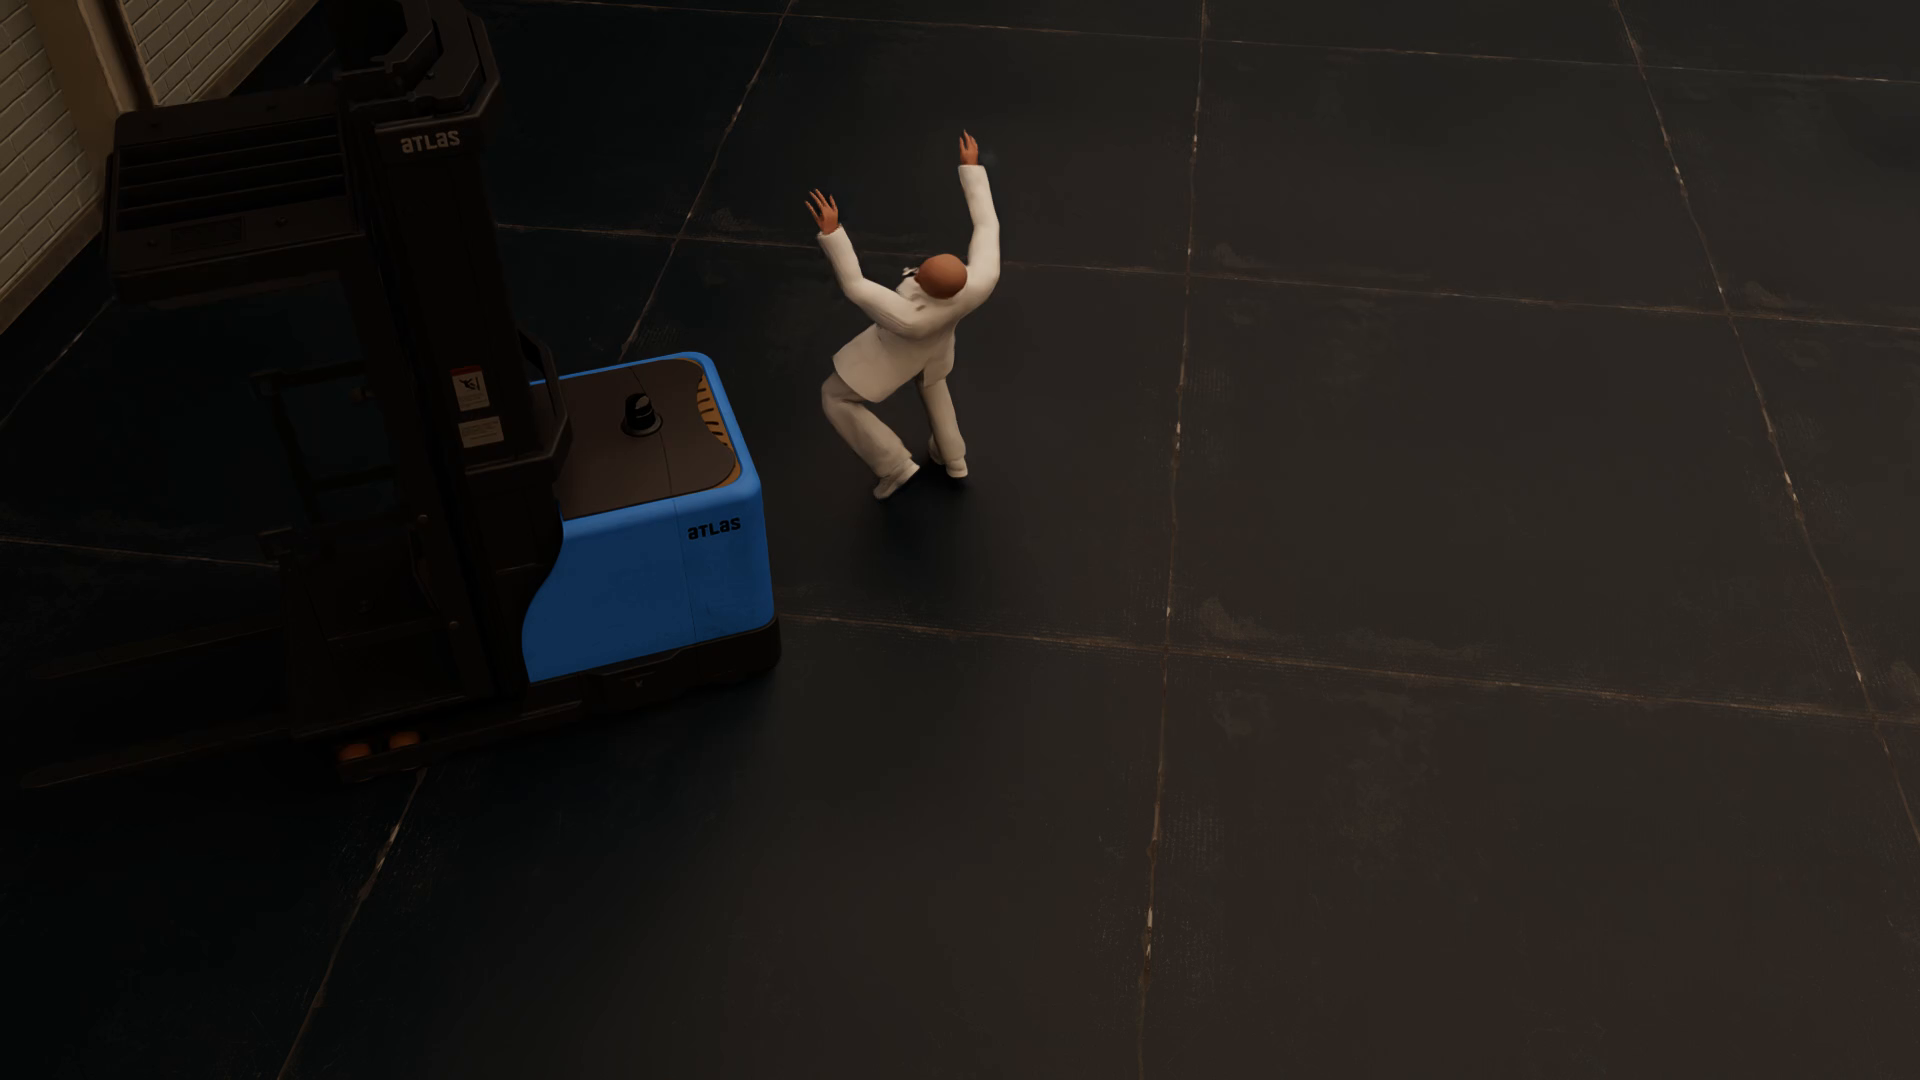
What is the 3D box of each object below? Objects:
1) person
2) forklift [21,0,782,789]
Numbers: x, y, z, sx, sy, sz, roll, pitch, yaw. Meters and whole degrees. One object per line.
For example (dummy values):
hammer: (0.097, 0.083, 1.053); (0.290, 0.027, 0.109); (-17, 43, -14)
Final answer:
person: (-0.157, -0.953, 7.680); (1.049, 1.714, 0.748); (-31, 51, -29)
forklift: (-2.352, -0.492, 6.260); (3.031, 2.935, 1.130); (-13, 44, -14)
